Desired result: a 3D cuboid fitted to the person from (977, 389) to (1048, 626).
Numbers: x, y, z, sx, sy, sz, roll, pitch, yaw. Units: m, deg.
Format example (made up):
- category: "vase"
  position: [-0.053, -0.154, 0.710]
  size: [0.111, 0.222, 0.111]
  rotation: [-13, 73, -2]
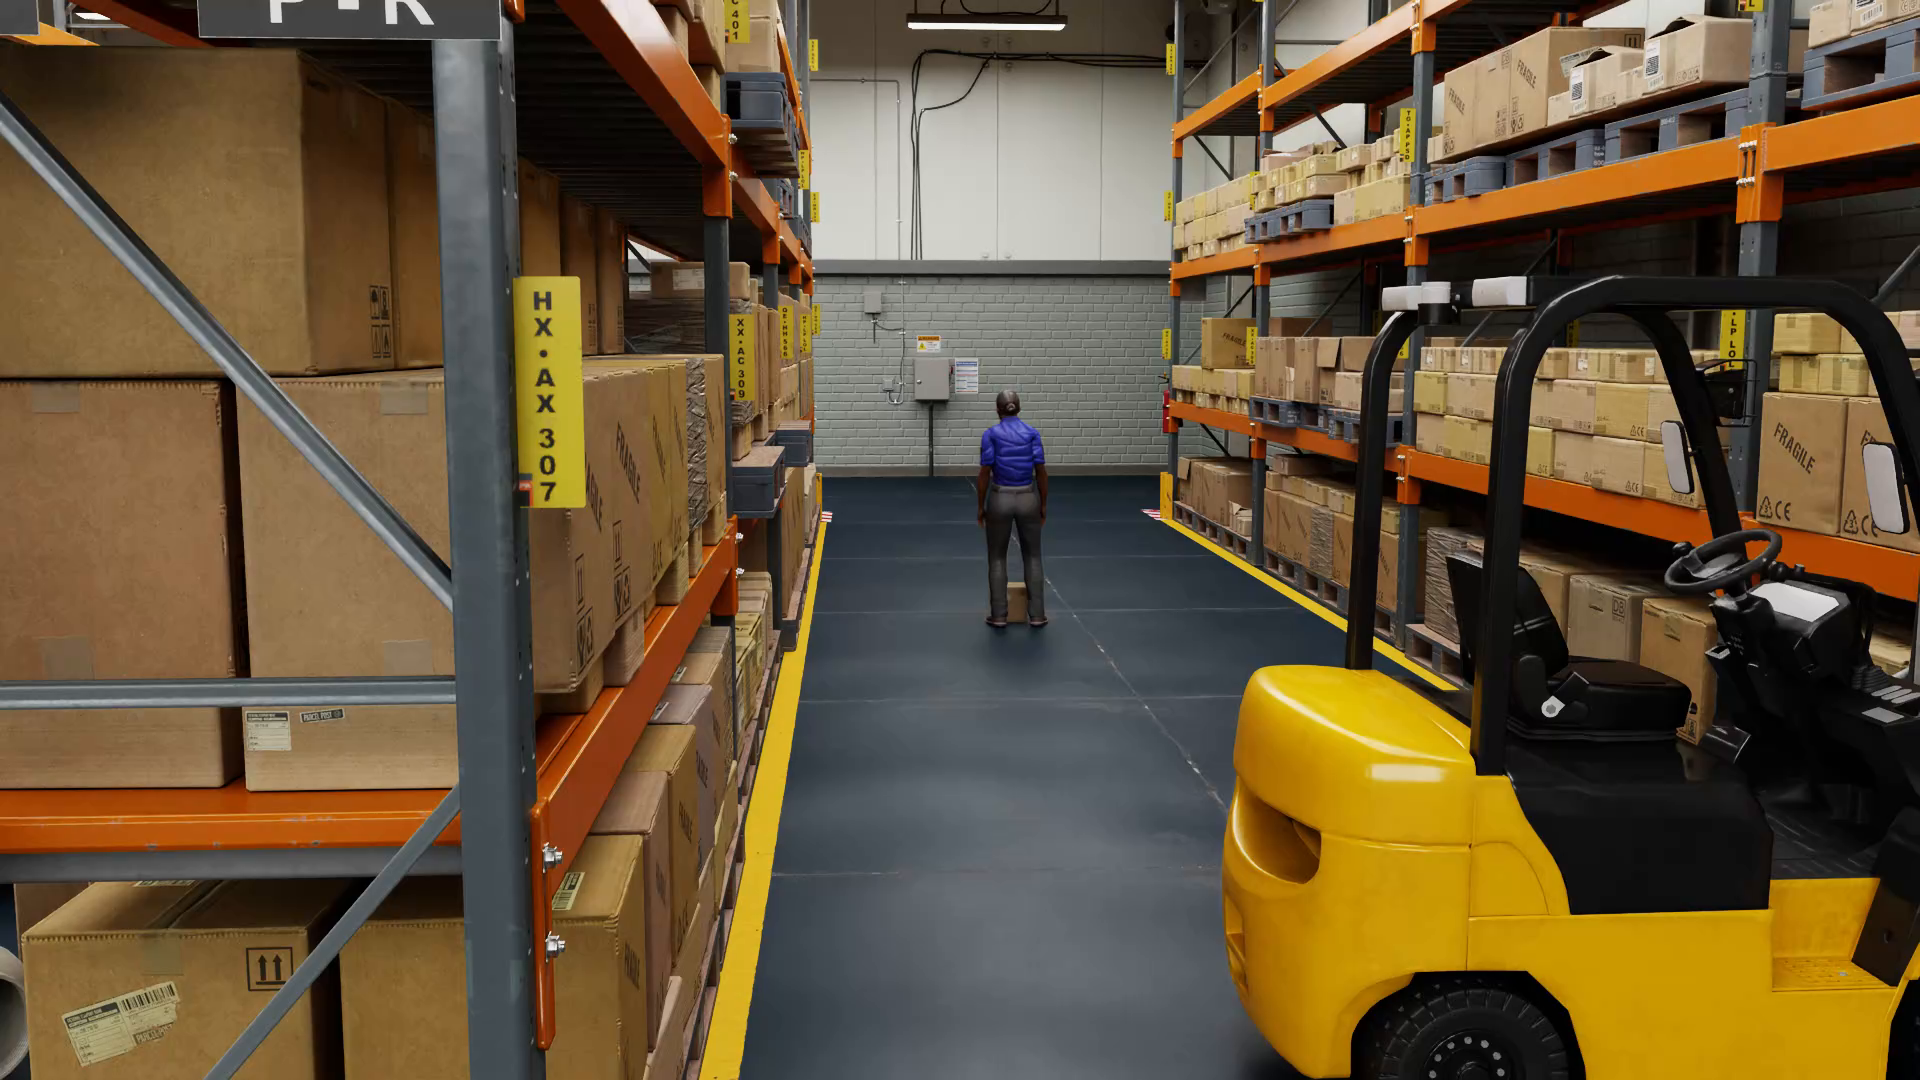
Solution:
- category: "person"
  position: [0.375, -0.222, 11.598]
  size: [0.524, 1.653, 0.352]
  rotation: [-1, 7, -7]
